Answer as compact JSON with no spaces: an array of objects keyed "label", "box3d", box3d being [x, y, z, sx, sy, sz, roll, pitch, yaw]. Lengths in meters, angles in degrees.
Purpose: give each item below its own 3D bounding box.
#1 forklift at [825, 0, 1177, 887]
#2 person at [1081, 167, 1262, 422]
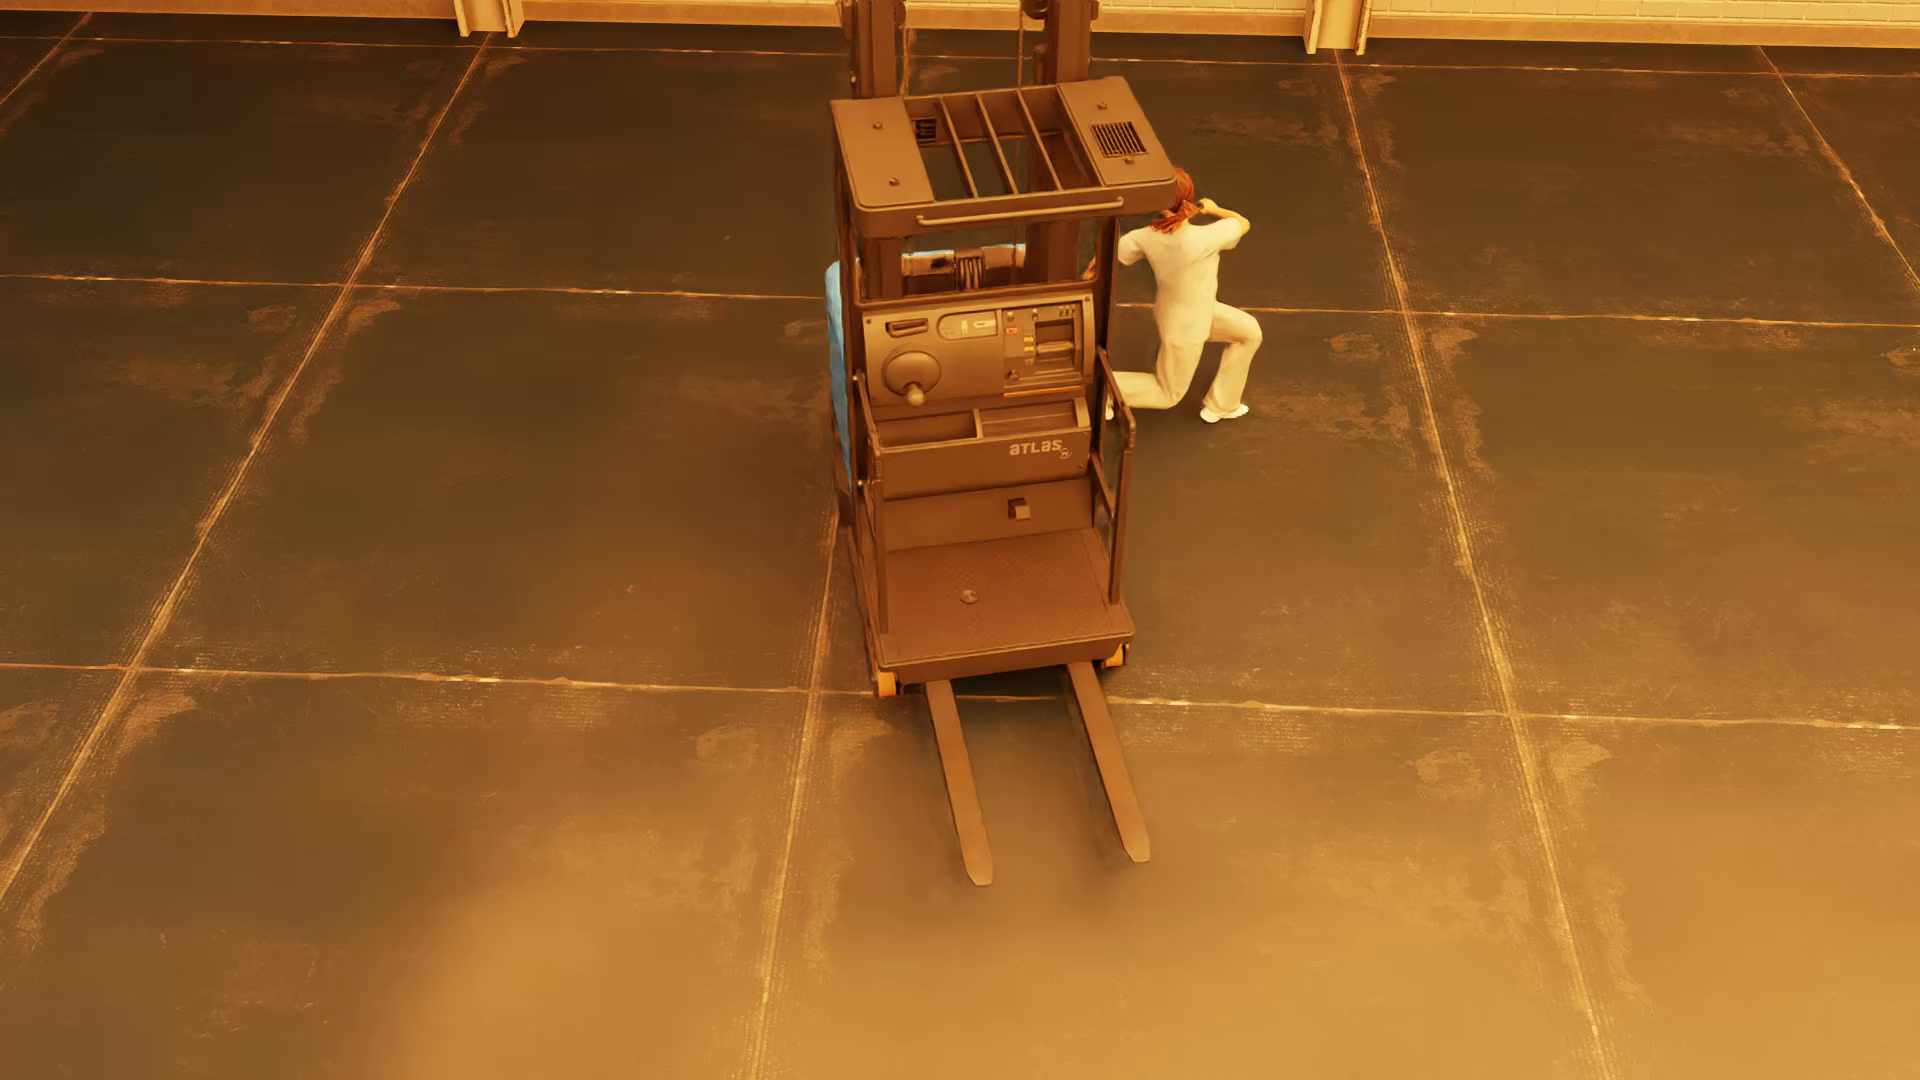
[{"label":"forklift","box3d":[0.119,-0.676,6.483,1.130,2.935,3.031,-7,43,-7]},{"label":"person","box3d":[1.018,-1.209,8.234,0.947,1.439,0.684,-10,43,-11]}]
